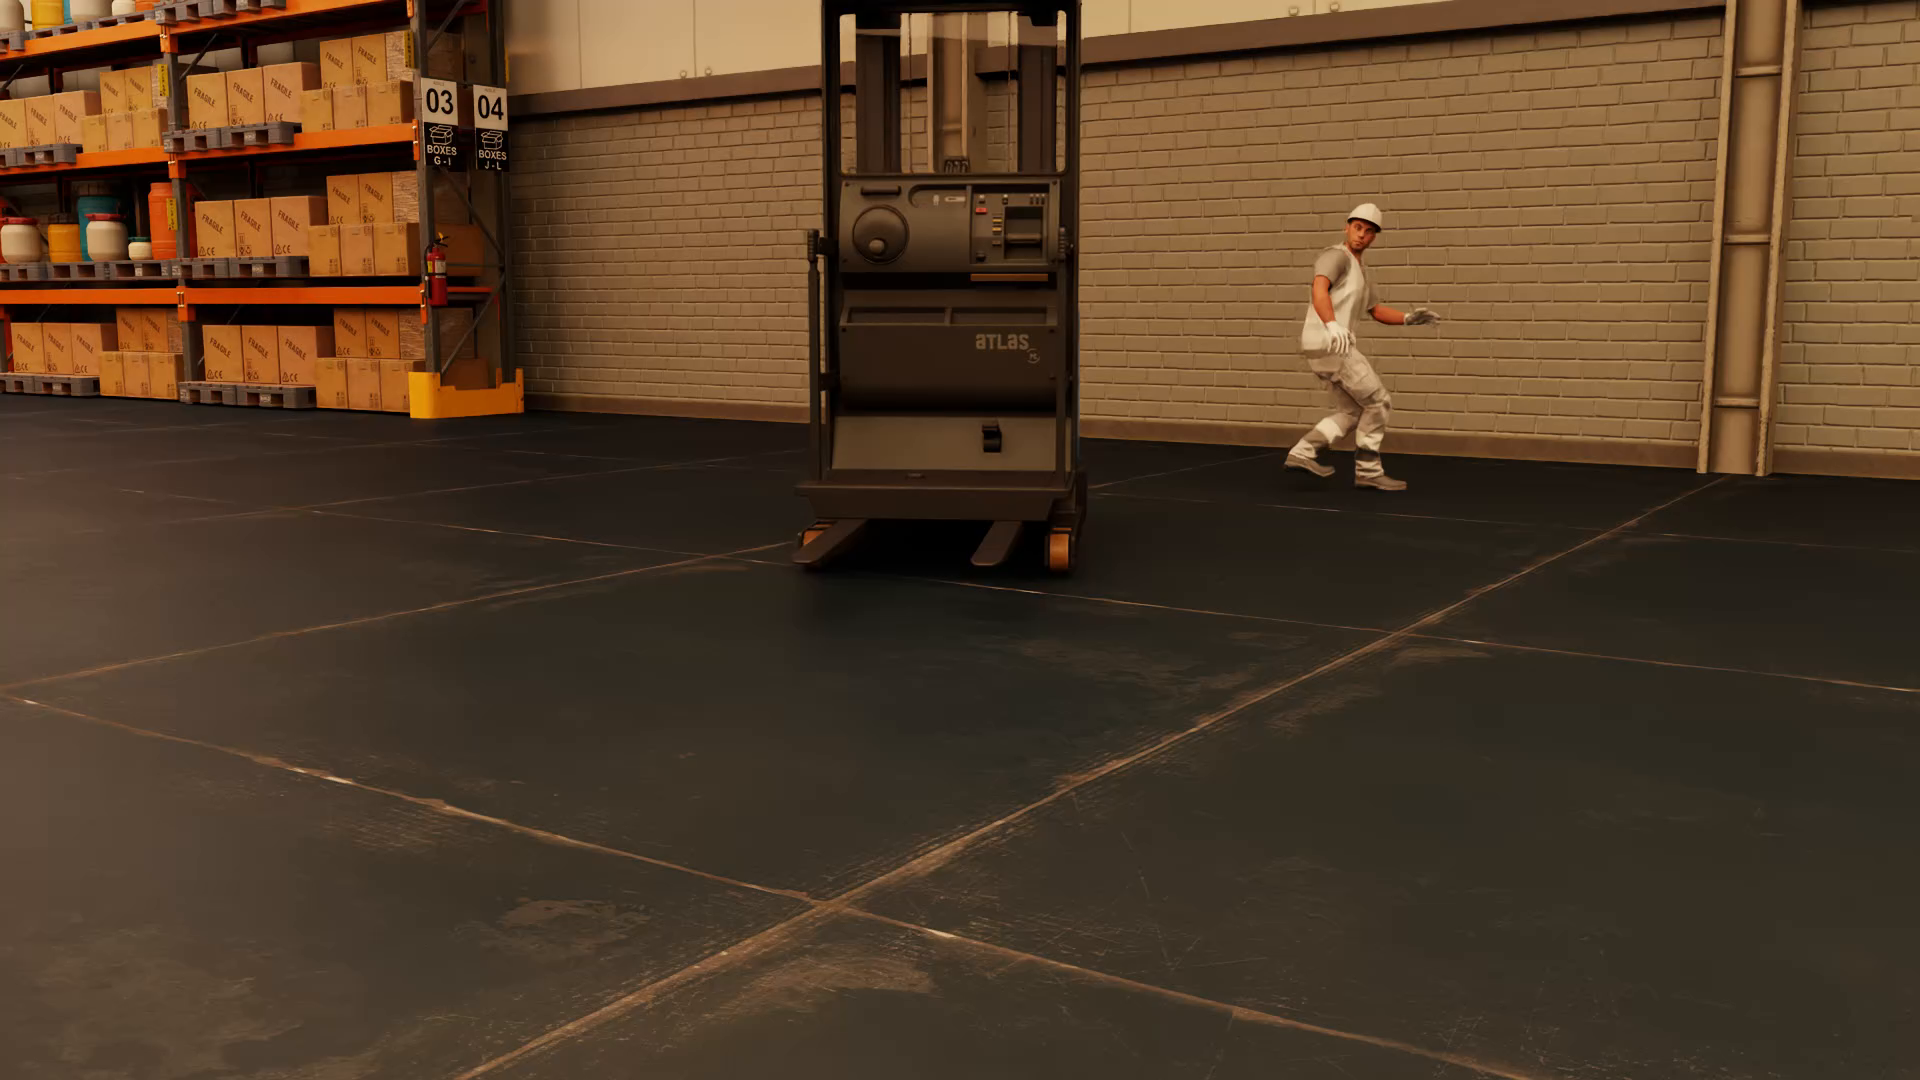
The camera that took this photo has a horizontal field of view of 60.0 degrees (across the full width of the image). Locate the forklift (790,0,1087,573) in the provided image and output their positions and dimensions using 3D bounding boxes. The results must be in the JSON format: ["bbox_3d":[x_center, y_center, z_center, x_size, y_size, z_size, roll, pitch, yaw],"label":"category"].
[{"bbox_3d":[-0.064,-1.366,6.796,1.130,2.935,3.031,1,8,6],"label":"forklift"}]

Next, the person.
[{"bbox_3d":[2.301,-1.094,9.488,0.855,1.643,0.894,2,8,14],"label":"person"}]
